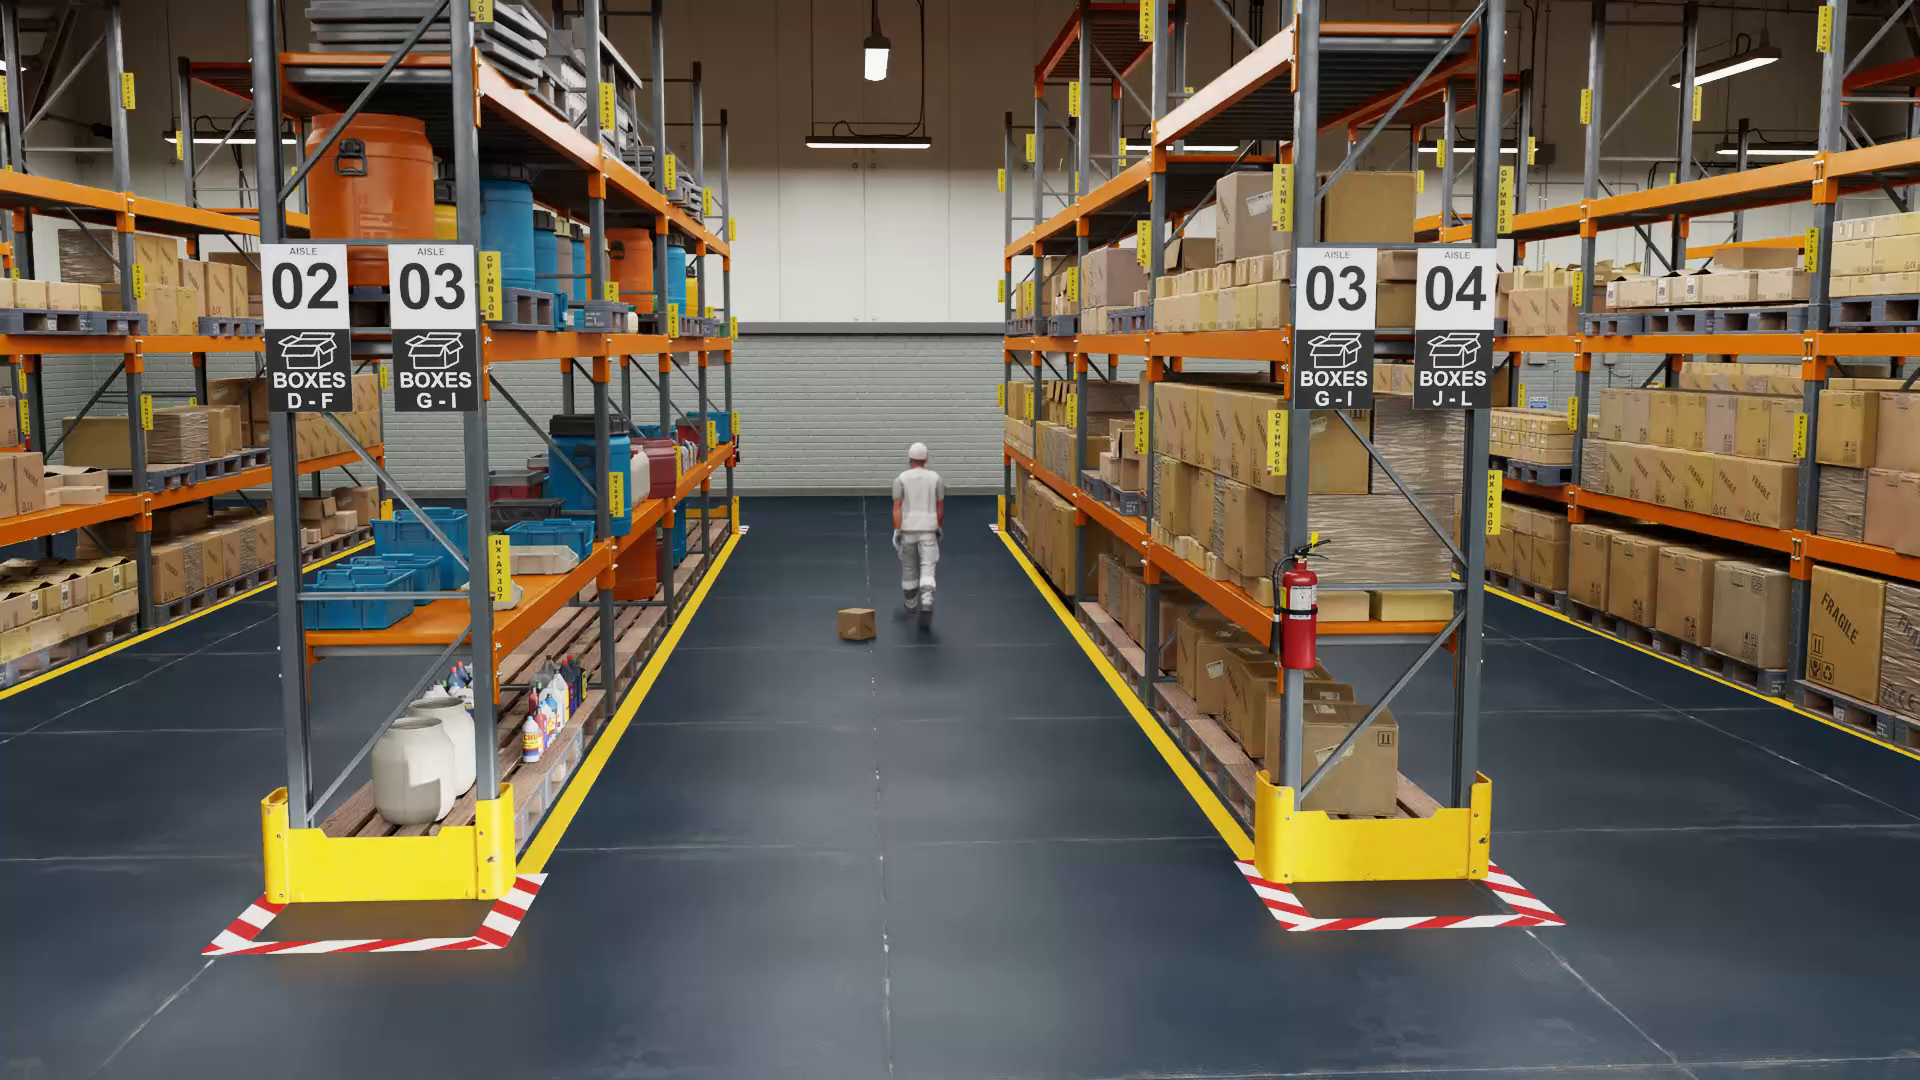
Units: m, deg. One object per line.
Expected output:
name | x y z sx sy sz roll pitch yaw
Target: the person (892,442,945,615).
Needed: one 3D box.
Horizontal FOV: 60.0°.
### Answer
person | -0.412 -0.095 16.508 0.519 1.748 1.071 0 7 -2
